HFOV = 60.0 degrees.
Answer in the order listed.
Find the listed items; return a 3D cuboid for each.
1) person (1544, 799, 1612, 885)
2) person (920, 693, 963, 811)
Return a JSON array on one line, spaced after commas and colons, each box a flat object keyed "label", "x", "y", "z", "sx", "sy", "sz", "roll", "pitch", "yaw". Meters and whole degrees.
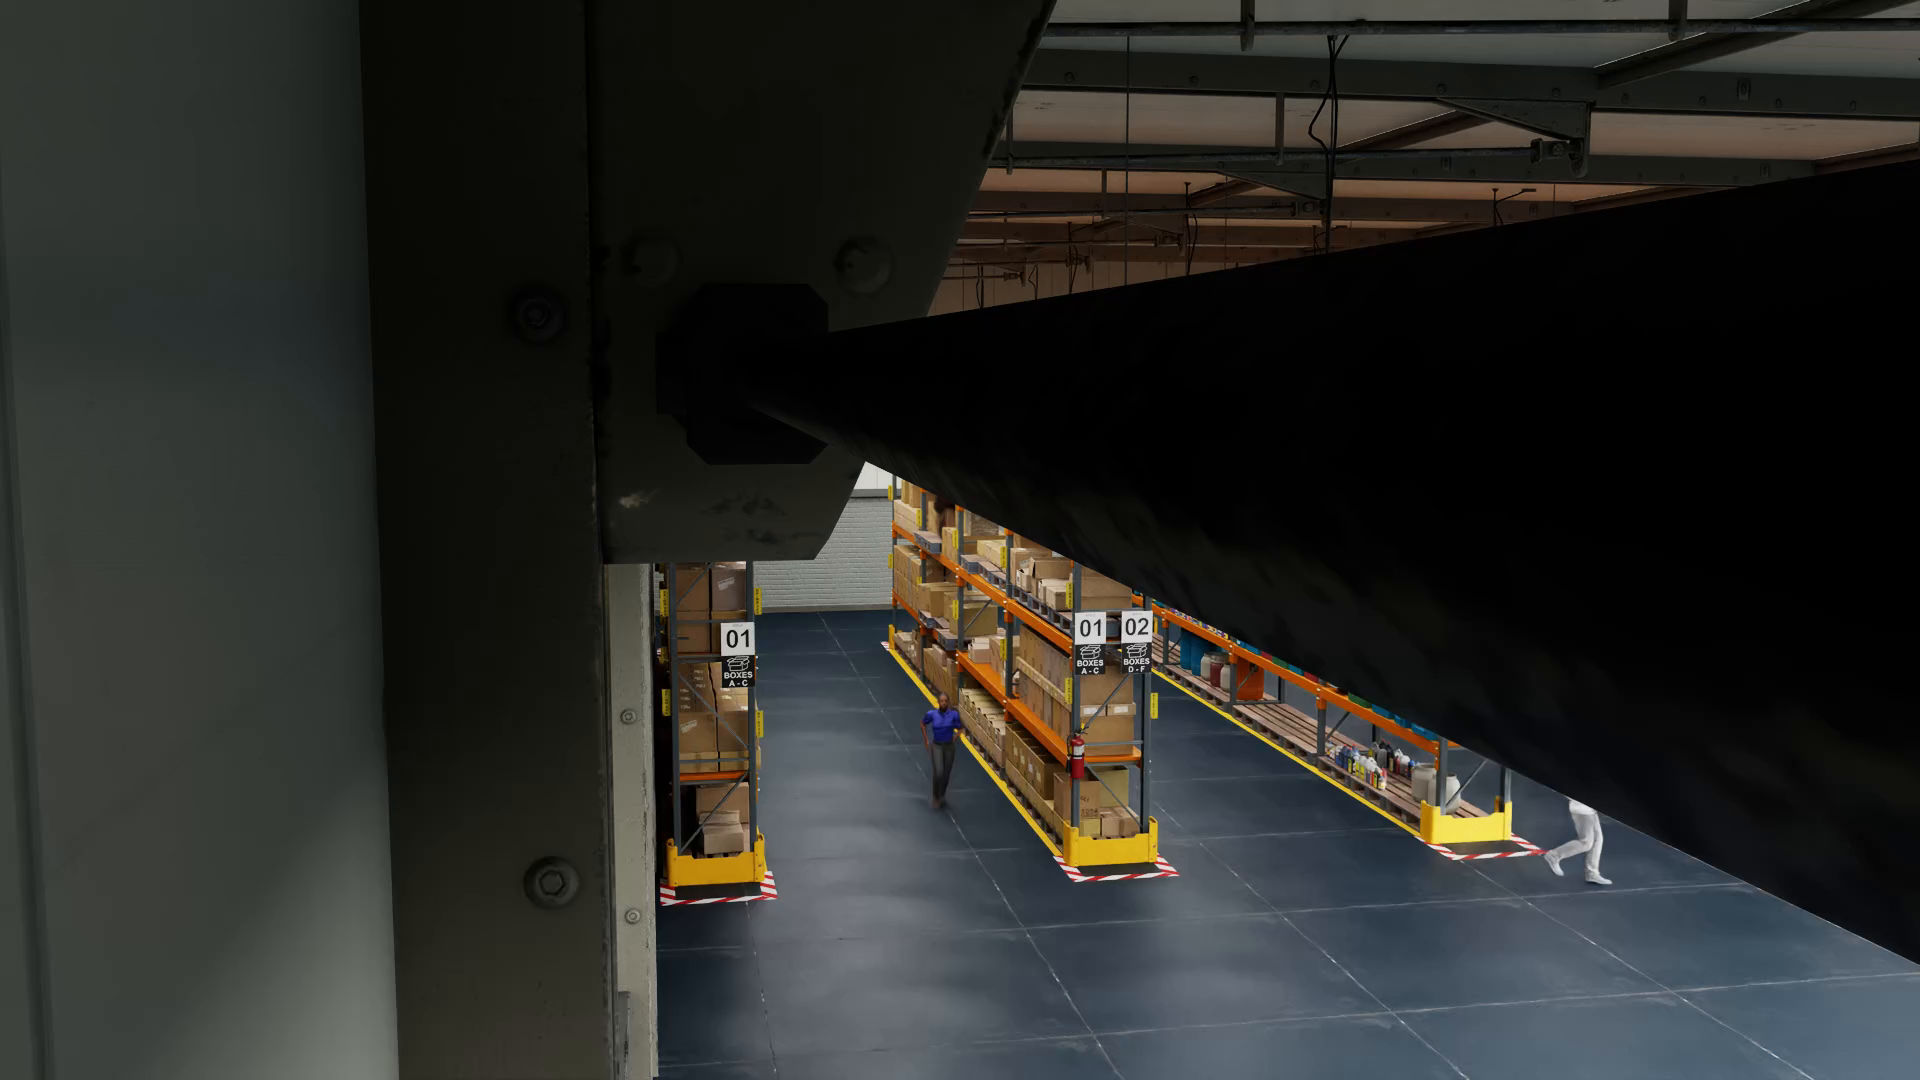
[{"label": "person", "x": 7.539, "y": 3.285, "z": 20.195, "sx": 0.782, "sy": 1.761, "sz": 0.726, "roll": 3, "pitch": 7, "yaw": 25}, {"label": "person", "x": -0.233, "y": 2.992, "z": 23.498, "sx": 0.569, "sy": 1.683, "sz": 0.690, "roll": -1, "pitch": 6, "yaw": -12}]
